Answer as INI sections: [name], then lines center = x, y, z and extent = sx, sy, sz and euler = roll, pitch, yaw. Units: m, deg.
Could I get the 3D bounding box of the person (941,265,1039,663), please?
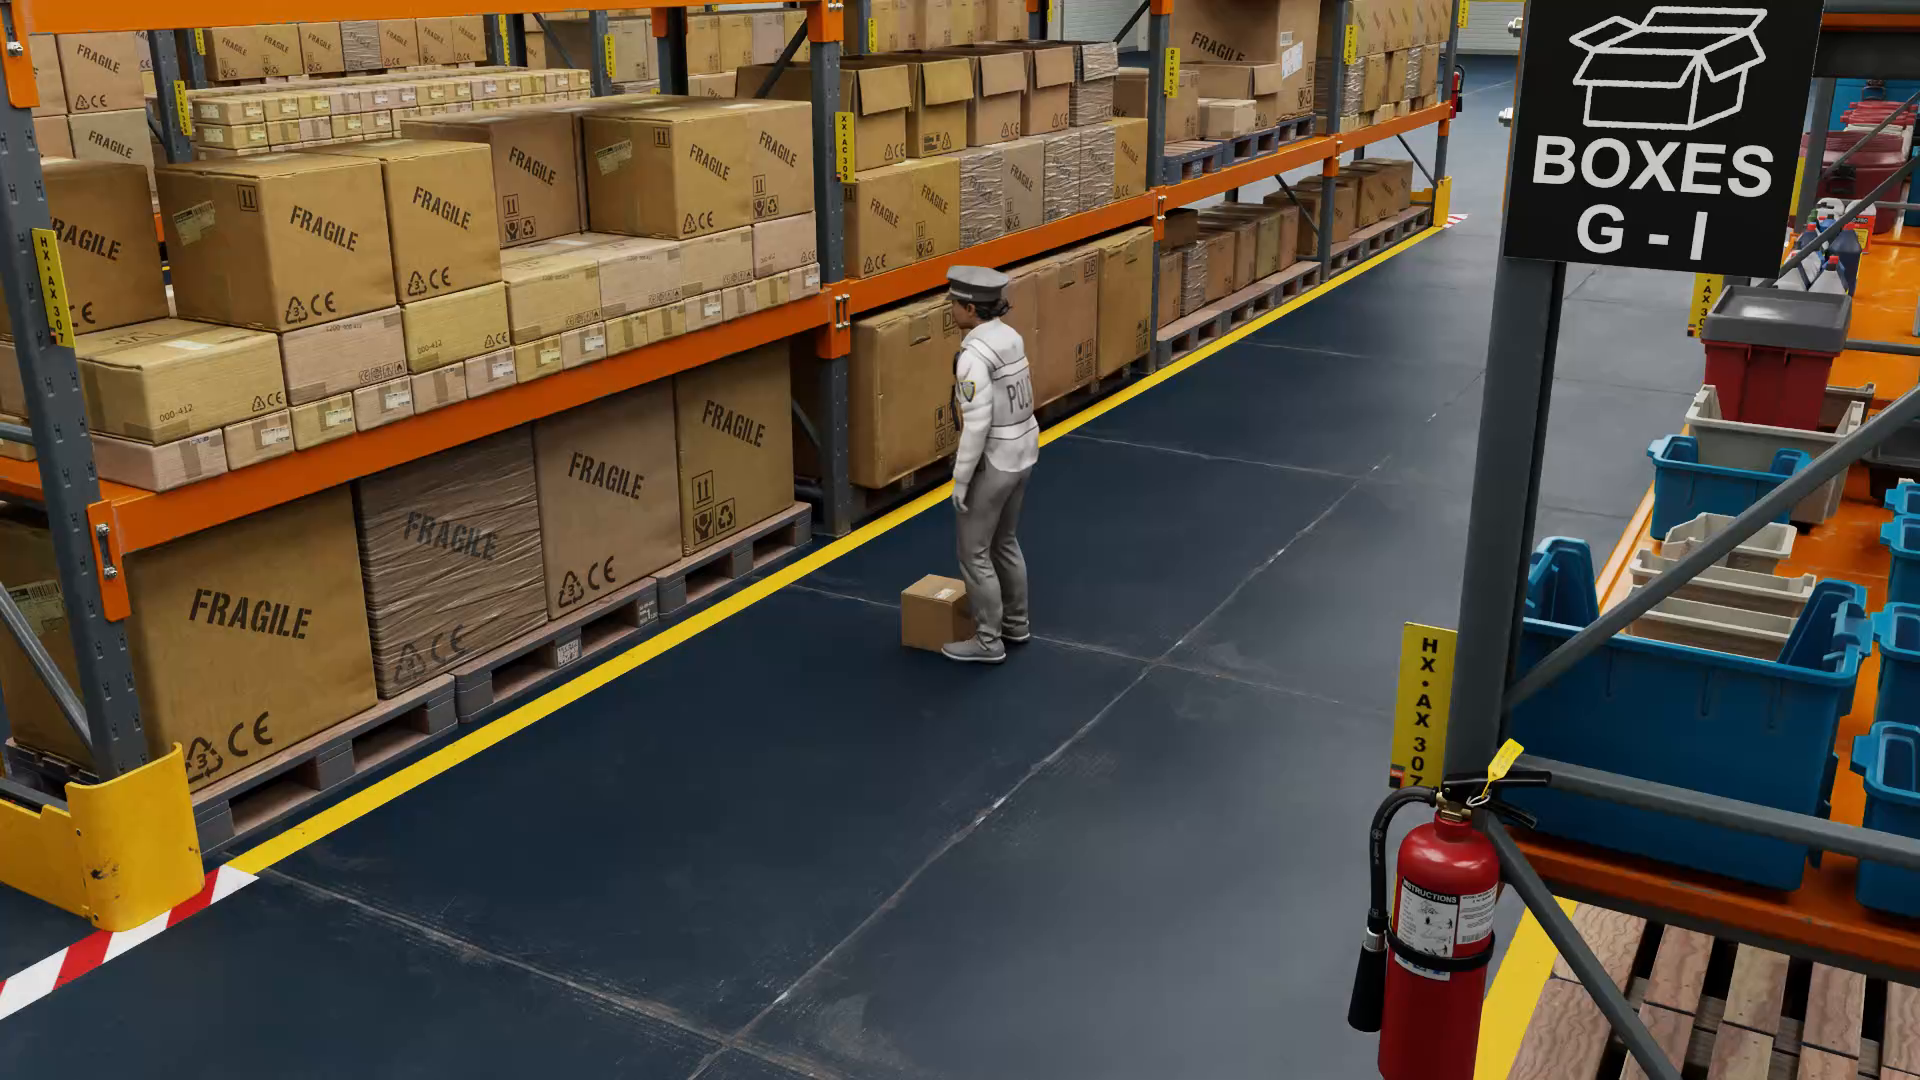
[person]
center = 0.123, -0.303, 6.913
extent = 0.371, 1.666, 0.547
euler = 9, 22, 24
